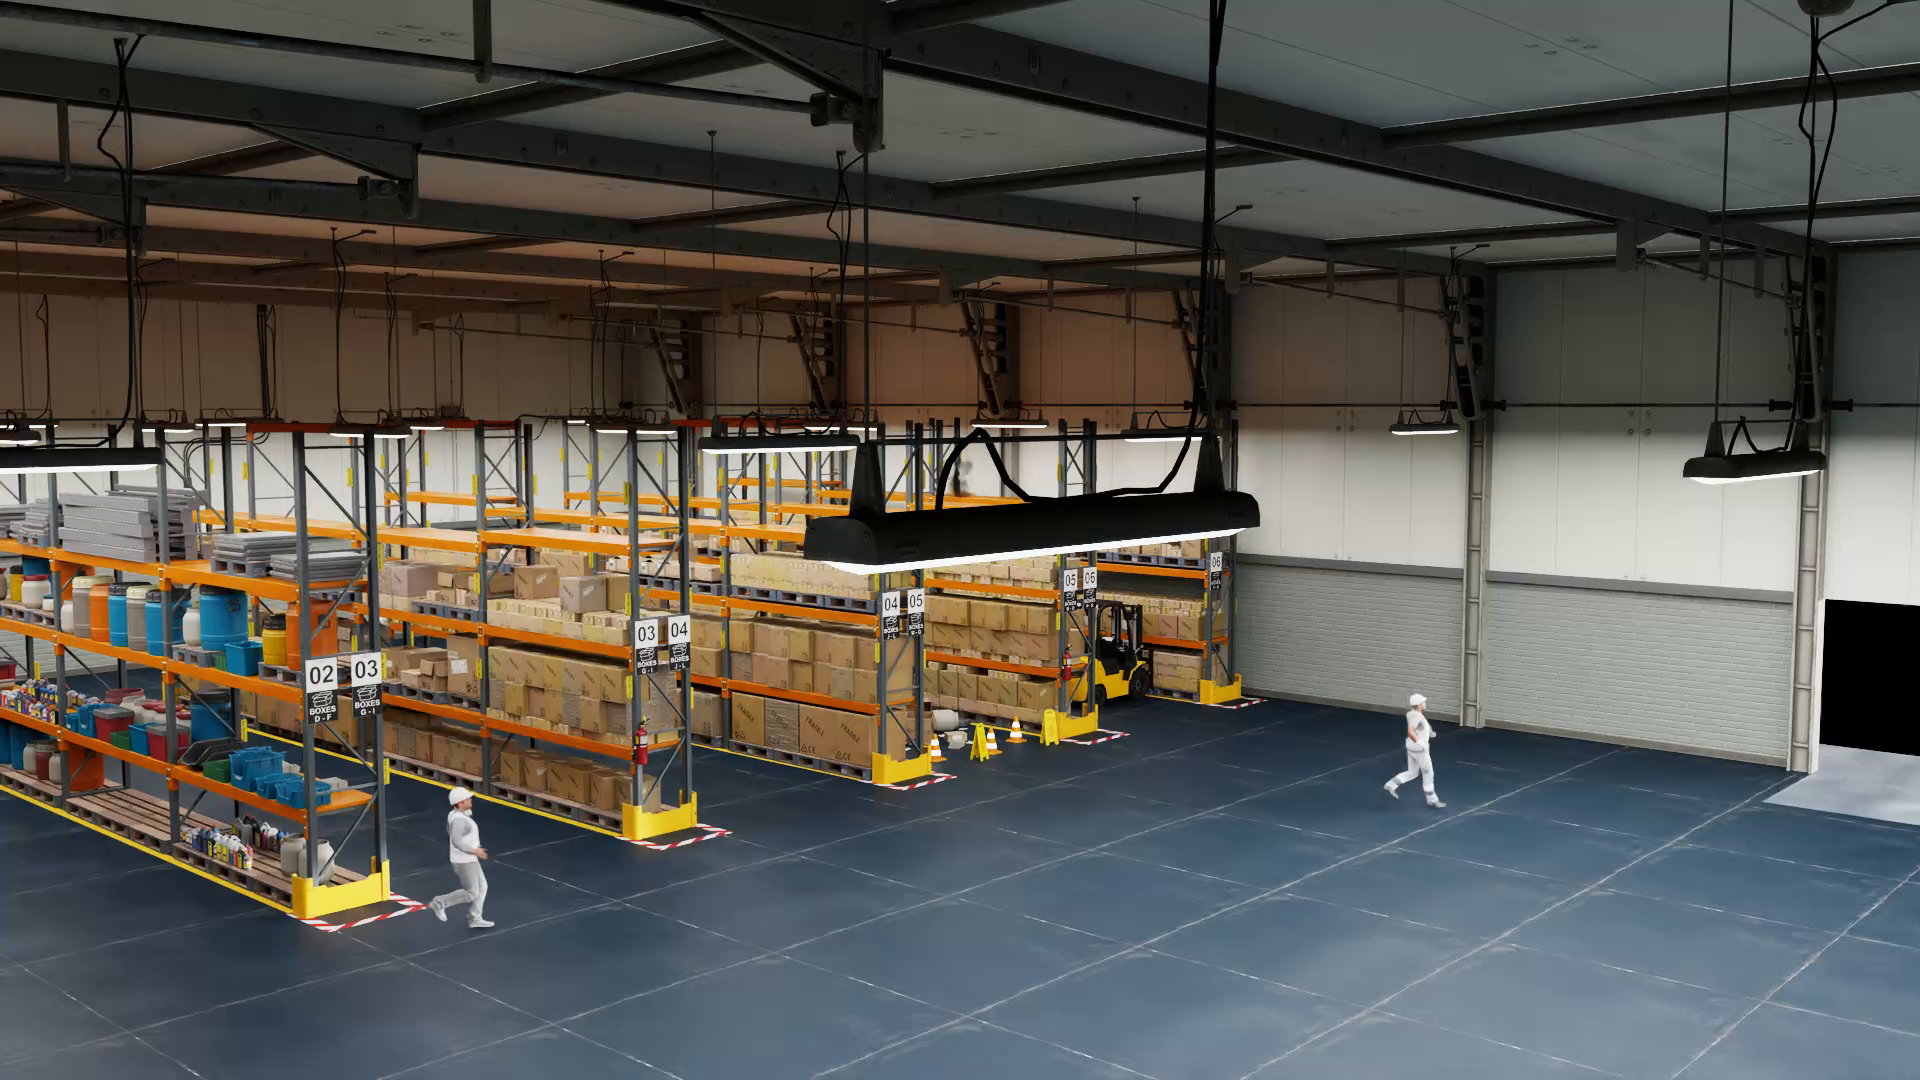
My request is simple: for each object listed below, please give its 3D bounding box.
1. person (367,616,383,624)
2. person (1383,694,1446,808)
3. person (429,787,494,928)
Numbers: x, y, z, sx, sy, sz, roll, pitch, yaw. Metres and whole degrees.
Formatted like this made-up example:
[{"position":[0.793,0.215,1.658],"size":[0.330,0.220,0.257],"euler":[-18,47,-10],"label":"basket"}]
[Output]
[{"position":[-13.934,2.293,39.433],"size":[0.618,1.642,0.517],"euler":[3,5,31],"label":"person"},{"position":[7.146,3.304,26.076],"size":[0.983,1.792,0.656],"euler":[0,5,-3],"label":"person"},{"position":[-6.007,3.835,20.005],"size":[0.744,1.745,0.673],"euler":[-1,5,-17],"label":"person"}]
